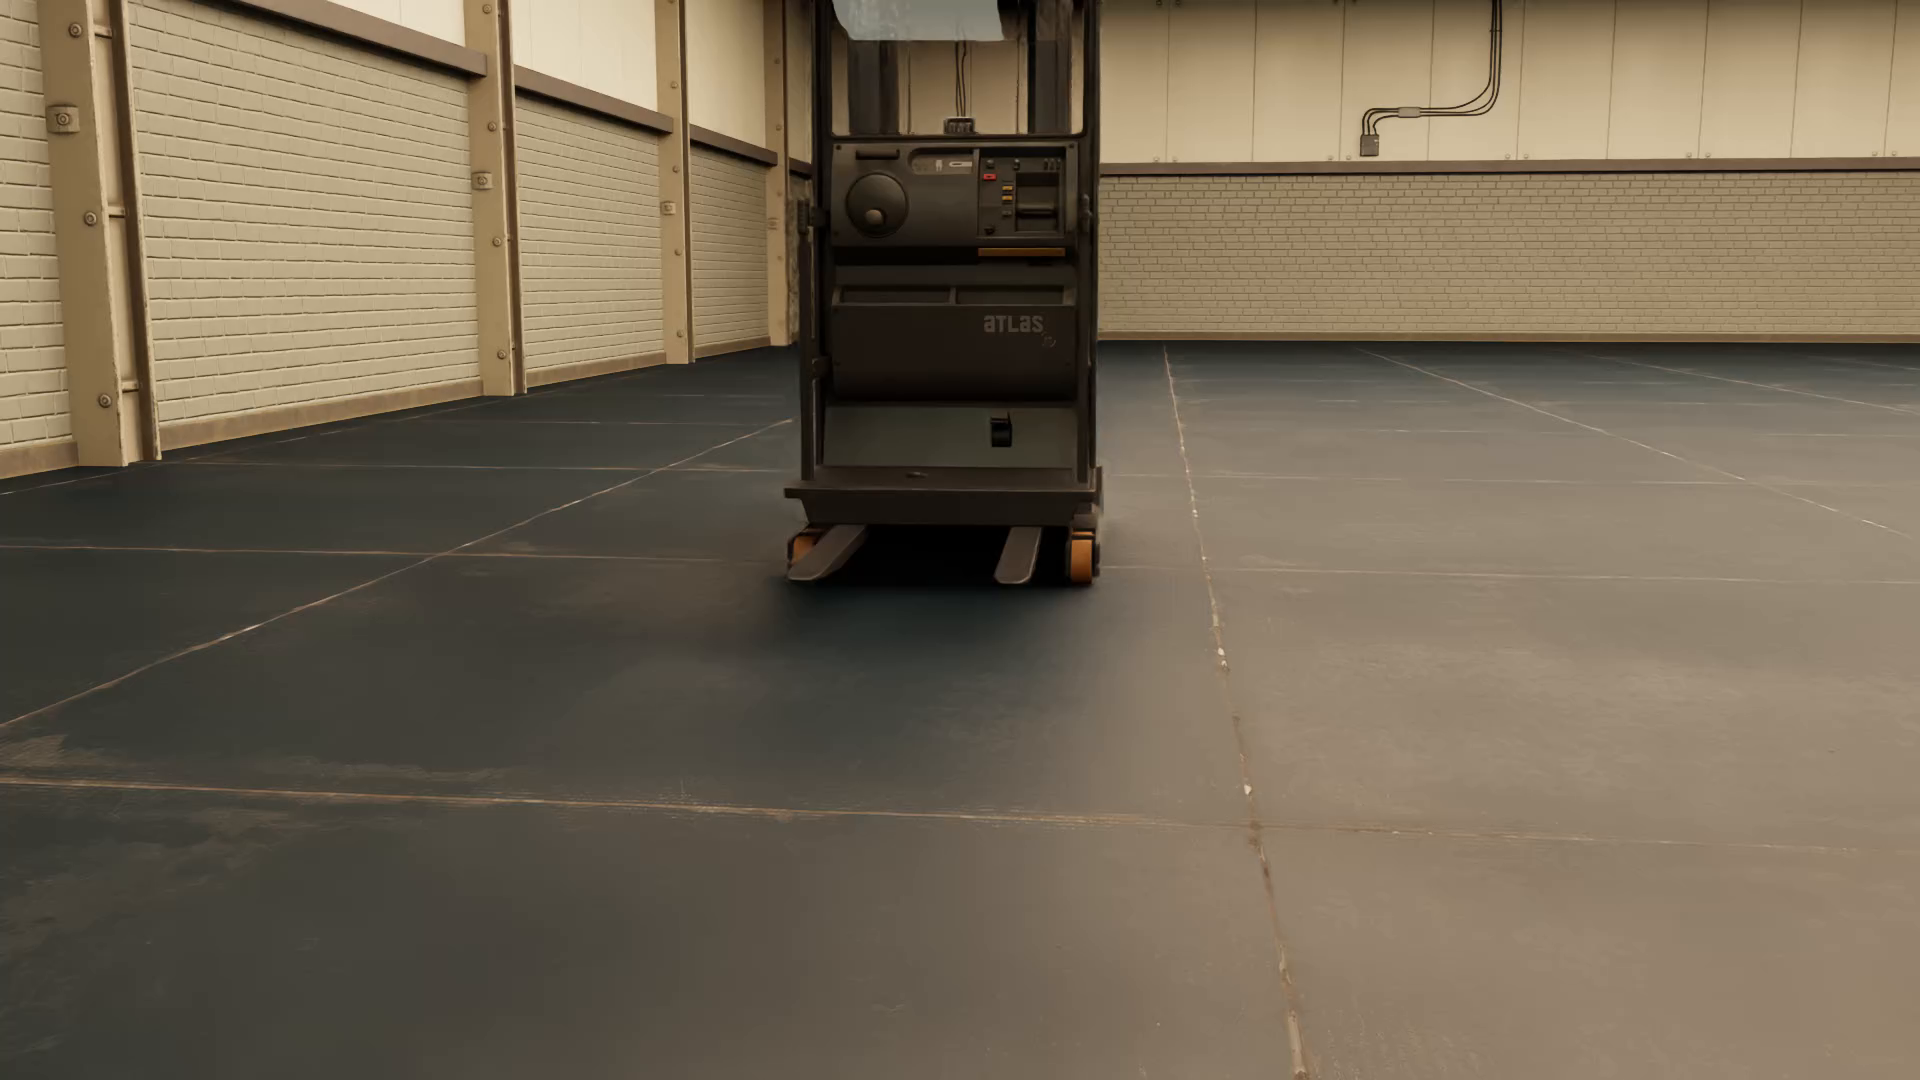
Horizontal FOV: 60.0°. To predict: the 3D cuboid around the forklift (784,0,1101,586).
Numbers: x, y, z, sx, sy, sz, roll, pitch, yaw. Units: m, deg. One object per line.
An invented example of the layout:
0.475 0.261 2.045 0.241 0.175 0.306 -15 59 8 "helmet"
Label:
-0.037 -1.343 6.056 1.130 2.935 3.031 1 9 5 "forklift"
